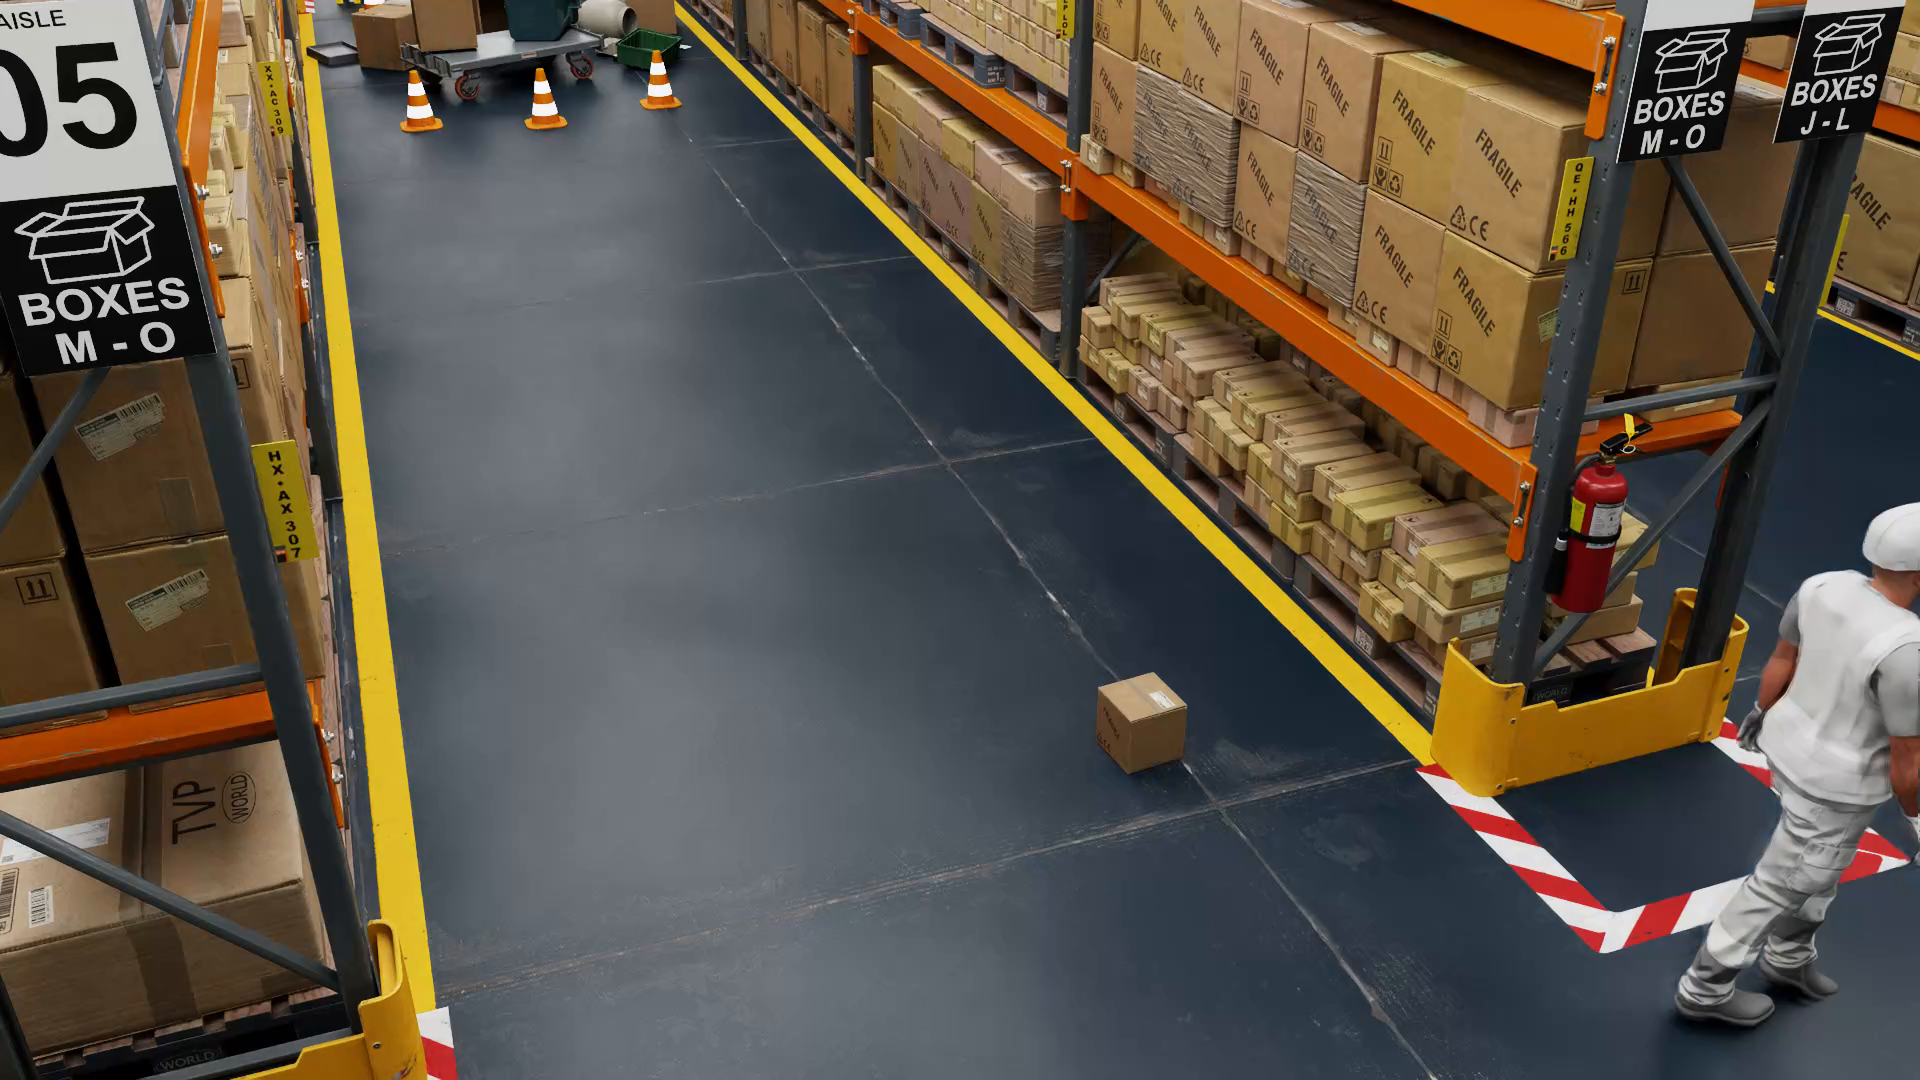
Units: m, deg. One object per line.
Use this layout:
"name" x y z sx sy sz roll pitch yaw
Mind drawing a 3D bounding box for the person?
"person" 2.533 0.696 4.893 0.615 1.837 0.657 -6 30 -10
